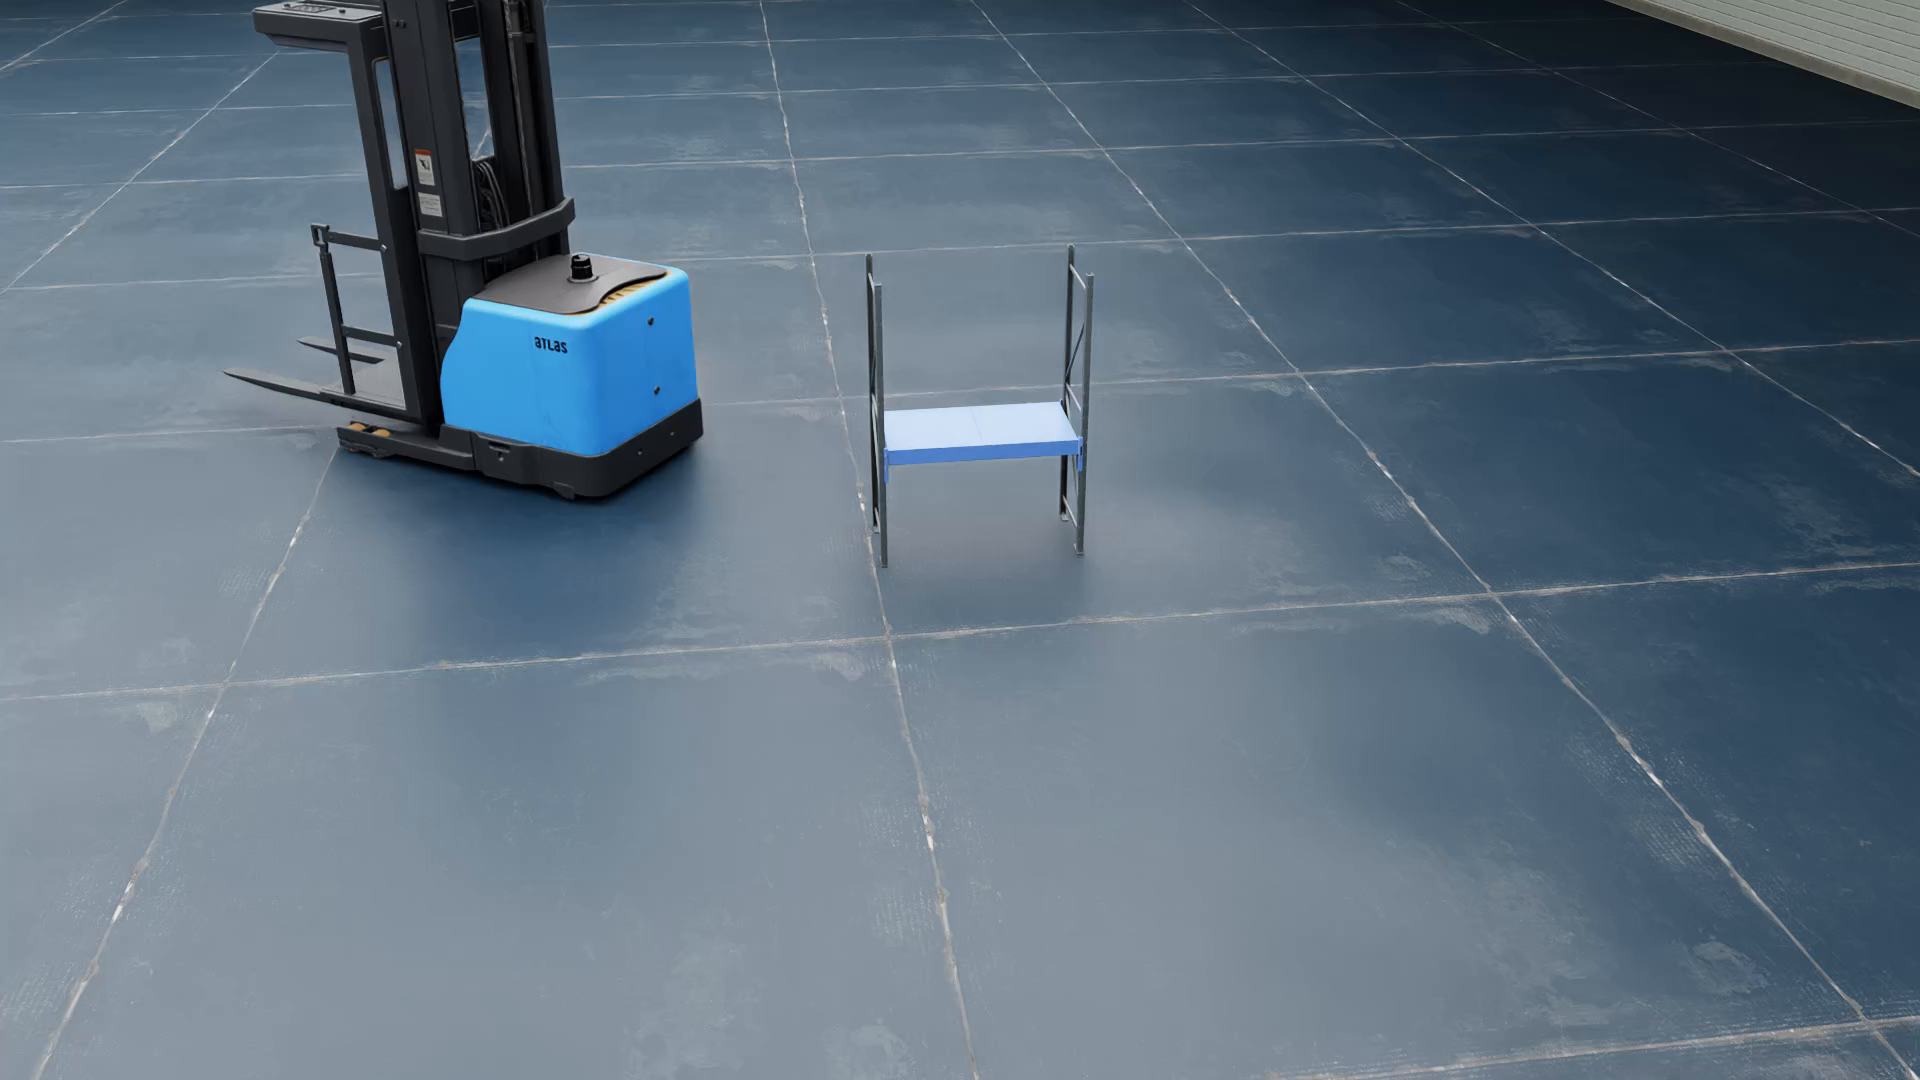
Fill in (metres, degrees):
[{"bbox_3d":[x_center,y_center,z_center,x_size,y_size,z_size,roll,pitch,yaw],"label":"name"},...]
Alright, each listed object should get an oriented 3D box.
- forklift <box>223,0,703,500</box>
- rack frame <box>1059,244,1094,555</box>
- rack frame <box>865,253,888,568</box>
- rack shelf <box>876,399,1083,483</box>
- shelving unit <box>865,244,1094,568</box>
[{"bbox_3d":[-3.067,-1.980,9.398,3.031,2.935,1.130,13,30,23],"label":"forklift"},{"bbox_3d":[0.588,-0.705,8.481,0.032,1.500,0.500,-4,27,-7],"label":"rack frame"},{"bbox_3d":[-0.419,-0.640,8.355,0.032,1.500,0.500,-4,27,-7],"label":"rack frame"},{"bbox_3d":[0.084,-0.513,8.500,1.000,0.185,0.538,-4,27,-7],"label":"rack shelf"},{"bbox_3d":[0.084,-0.673,8.418,1.048,1.500,0.538,-4,27,-7],"label":"shelving unit"}]
